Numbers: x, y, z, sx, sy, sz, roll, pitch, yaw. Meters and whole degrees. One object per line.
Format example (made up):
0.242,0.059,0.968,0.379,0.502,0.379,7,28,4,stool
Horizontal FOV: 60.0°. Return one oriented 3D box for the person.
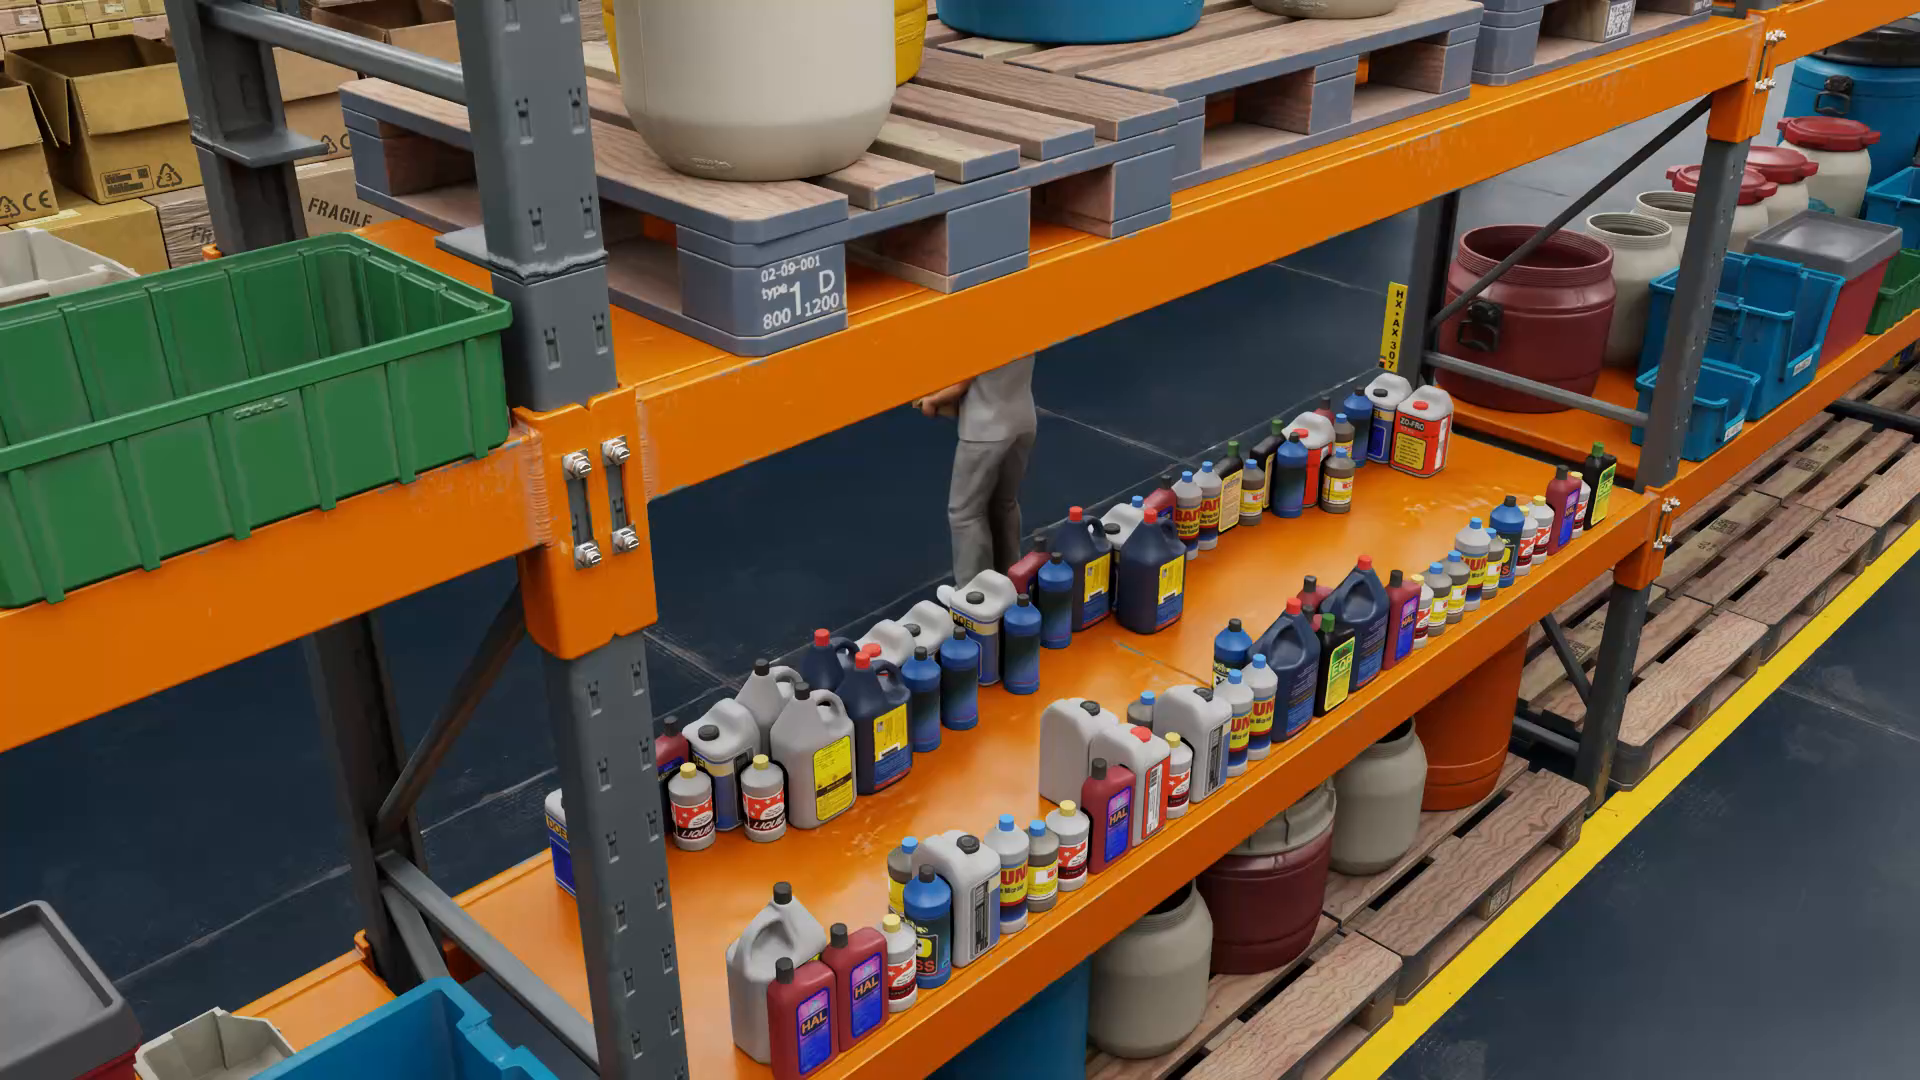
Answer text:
0.102,-0.435,6.999,0.437,1.623,0.554,-25,37,-39,person
